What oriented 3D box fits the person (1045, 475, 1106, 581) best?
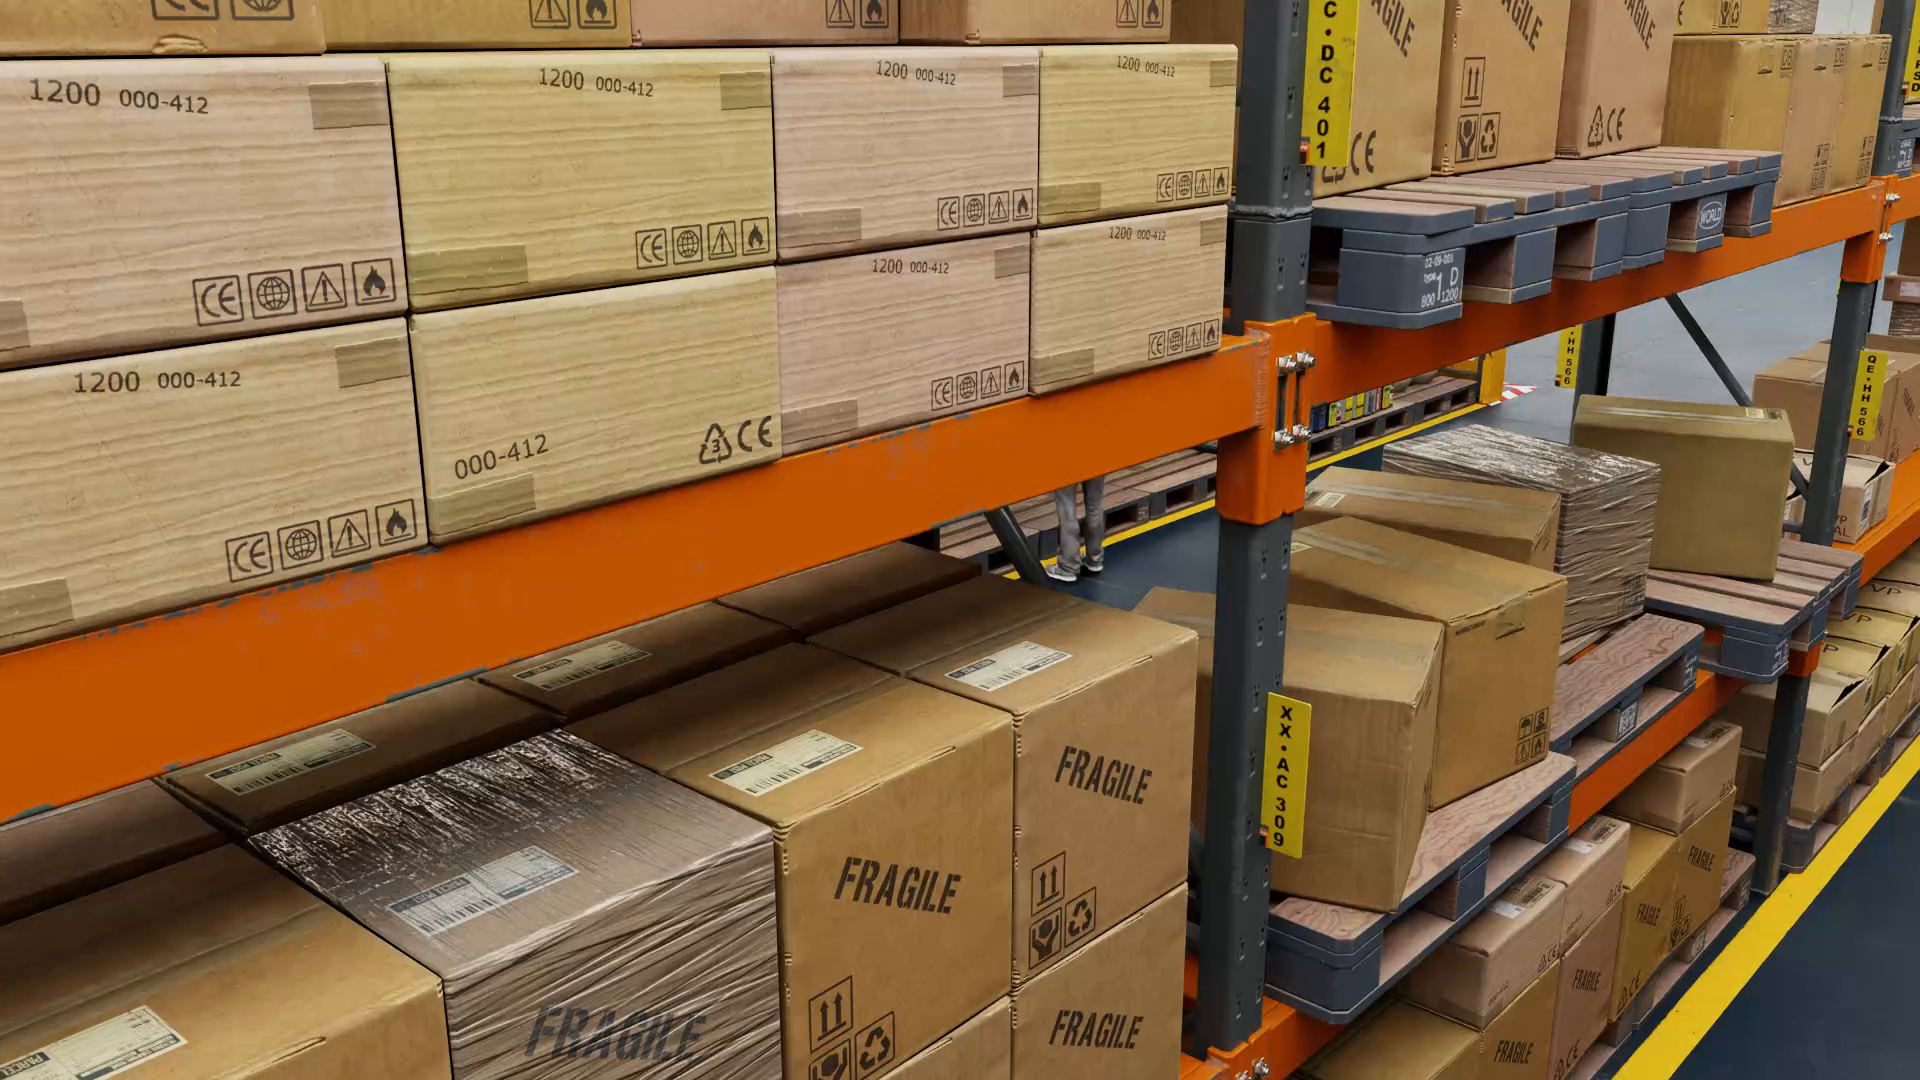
[{"bbox_3d":[0.703,-0.550,10.305,0.456,1.594,0.455,-3,18,-10],"label":"person"}]
